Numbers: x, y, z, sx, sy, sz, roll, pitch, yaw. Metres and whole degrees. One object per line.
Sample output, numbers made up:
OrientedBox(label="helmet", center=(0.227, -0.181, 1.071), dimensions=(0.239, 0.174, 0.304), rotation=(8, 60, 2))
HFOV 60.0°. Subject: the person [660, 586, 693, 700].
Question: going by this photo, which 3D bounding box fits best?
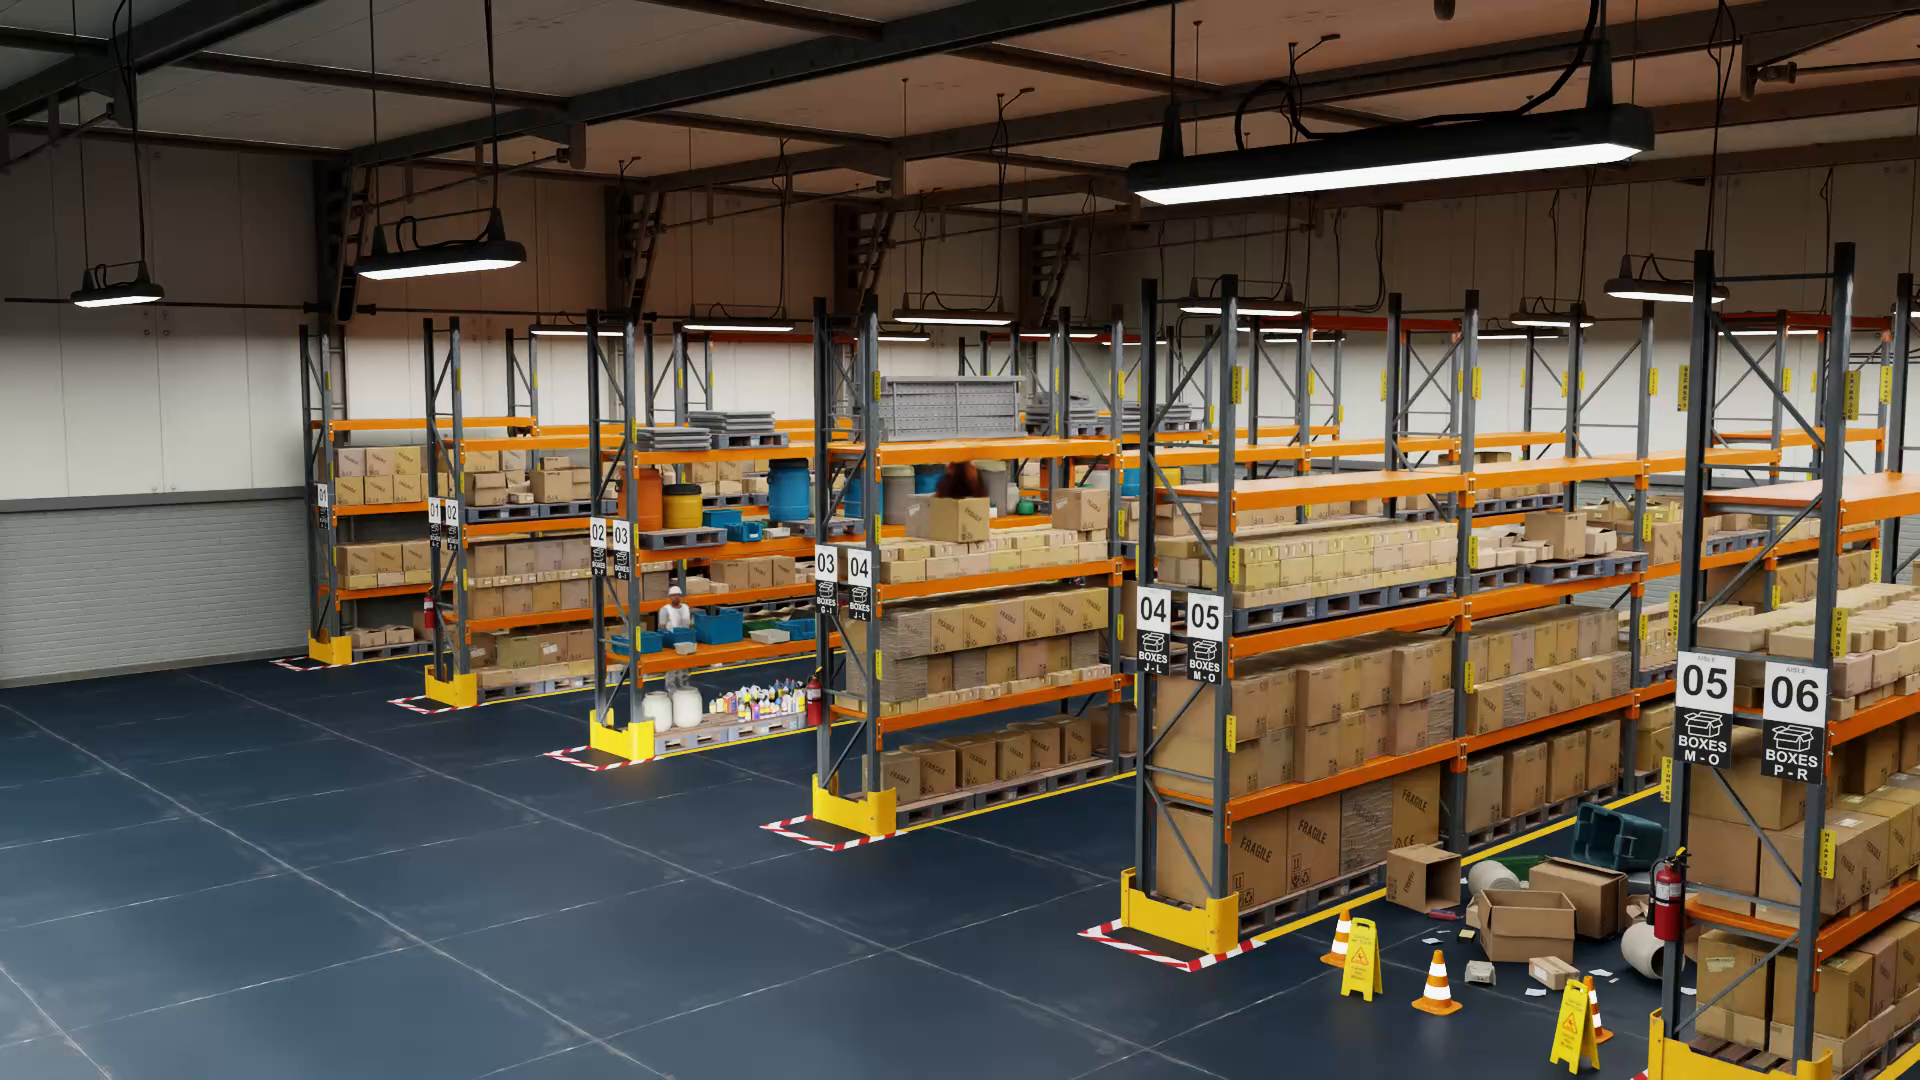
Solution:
OrientedBox(label="person", center=(-4.463, 1.622, 26.284), dimensions=(0.430, 1.790, 0.573), rotation=(4, 7, 33))
